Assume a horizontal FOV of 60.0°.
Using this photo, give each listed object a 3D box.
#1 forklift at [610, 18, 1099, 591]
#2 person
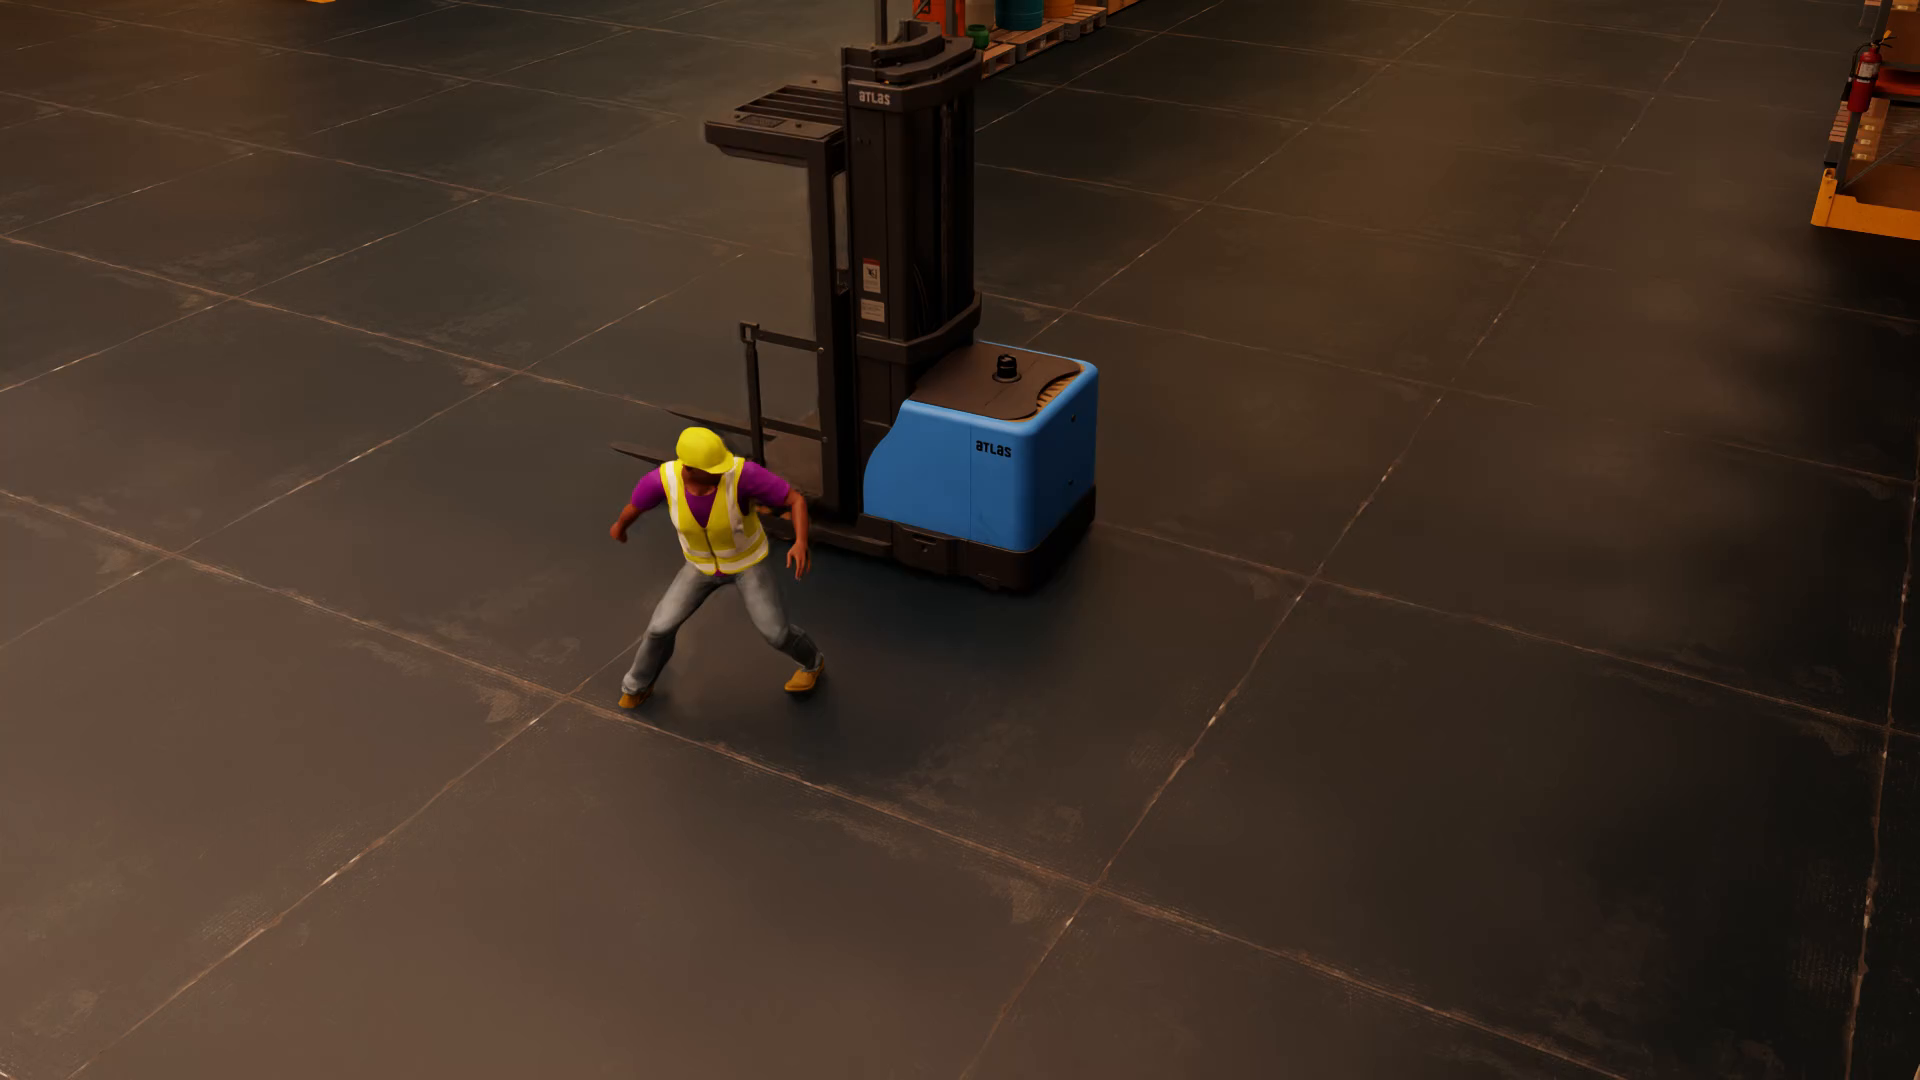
[{"bbox_3d":[-0.733,-1.484,9.642,3.031,2.935,1.130,14,33,23],"label":"forklift"},{"bbox_3d":[-1.246,0.156,8.251,1.153,1.723,0.568,5,30,8],"label":"person"}]
